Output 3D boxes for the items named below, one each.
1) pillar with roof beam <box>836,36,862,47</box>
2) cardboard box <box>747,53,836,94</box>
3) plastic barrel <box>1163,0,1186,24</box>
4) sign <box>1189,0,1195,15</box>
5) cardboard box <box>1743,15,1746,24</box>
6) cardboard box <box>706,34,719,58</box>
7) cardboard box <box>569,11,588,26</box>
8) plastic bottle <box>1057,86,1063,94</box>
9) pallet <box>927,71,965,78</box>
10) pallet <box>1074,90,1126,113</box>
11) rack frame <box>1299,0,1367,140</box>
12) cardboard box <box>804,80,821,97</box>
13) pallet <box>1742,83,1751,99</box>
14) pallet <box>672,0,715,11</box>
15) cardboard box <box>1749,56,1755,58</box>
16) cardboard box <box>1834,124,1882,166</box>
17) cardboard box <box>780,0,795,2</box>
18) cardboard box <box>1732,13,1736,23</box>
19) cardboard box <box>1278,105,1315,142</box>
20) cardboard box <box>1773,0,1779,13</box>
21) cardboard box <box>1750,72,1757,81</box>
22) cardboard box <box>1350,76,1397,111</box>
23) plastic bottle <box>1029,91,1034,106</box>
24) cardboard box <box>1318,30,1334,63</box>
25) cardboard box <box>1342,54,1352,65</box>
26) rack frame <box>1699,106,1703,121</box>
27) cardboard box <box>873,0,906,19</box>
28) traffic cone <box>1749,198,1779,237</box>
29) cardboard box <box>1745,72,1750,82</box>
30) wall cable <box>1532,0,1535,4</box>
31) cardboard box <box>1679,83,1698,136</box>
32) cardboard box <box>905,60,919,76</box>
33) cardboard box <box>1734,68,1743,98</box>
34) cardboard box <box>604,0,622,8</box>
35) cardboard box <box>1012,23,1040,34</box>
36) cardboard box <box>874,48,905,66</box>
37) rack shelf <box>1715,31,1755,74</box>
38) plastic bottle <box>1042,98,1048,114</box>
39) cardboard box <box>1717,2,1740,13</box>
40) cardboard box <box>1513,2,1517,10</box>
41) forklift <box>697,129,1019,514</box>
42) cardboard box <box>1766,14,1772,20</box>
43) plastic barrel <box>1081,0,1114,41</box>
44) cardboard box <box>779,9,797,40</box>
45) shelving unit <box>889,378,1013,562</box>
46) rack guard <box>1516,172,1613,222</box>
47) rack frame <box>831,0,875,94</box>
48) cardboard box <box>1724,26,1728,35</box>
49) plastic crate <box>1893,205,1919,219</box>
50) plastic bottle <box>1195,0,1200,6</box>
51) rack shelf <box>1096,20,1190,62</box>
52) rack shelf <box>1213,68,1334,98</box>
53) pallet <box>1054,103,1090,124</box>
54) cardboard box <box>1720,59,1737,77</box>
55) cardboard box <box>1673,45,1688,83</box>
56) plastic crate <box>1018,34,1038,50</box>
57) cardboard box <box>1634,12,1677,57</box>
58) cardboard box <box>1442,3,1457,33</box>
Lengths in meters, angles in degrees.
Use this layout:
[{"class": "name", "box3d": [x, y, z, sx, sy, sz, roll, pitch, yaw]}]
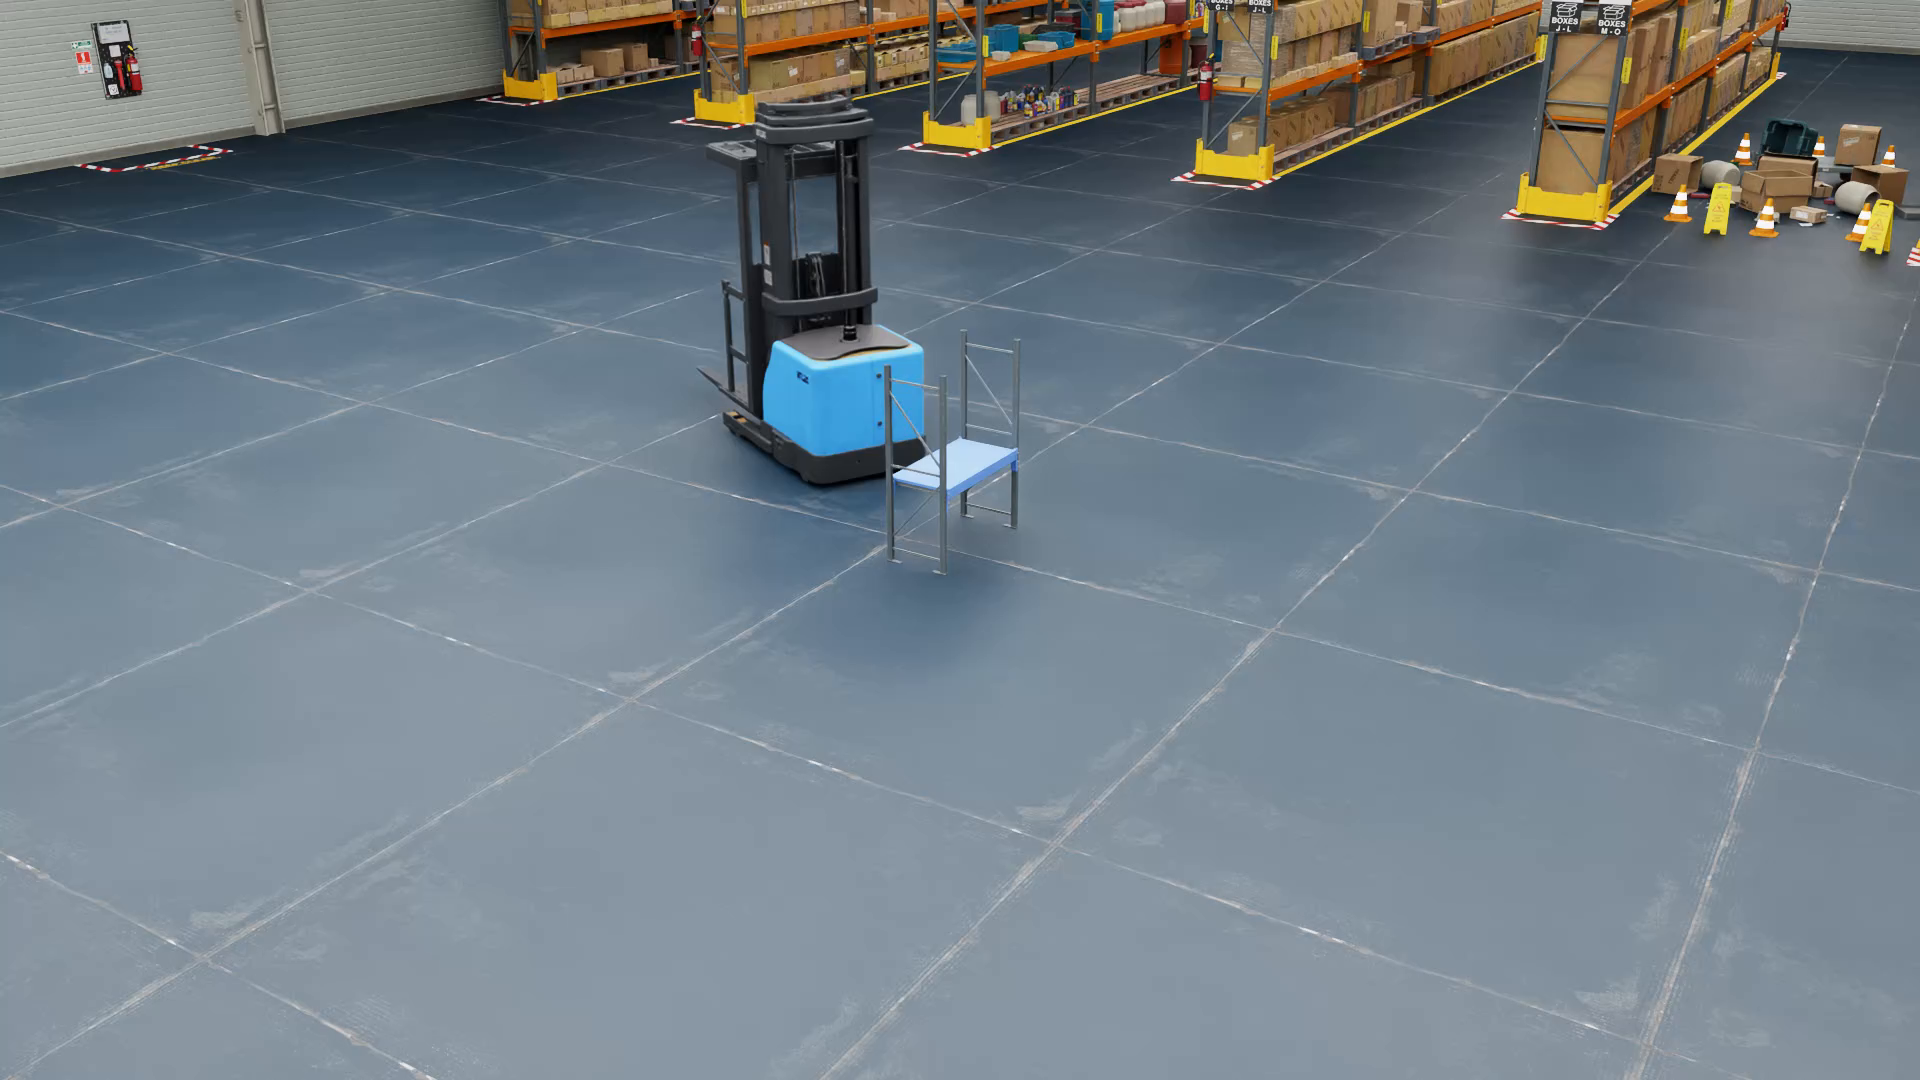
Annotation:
[{"class": "pillar with roof beam", "box3d": [3.553, -15.086, 36.044, 15.307, 9.050, 3.501, 14, 27, 29]}, {"class": "cardboard box", "box3d": [-3.224, -8.882, 31.631, 1.036, 0.750, 1.500, 14, 27, 29]}, {"class": "plastic barrel", "box3d": [4.179, -10.529, 32.959, 0.600, 0.536, 0.708, 14, 27, 29]}, {"class": "sign", "box3d": [4.637, -10.648, 33.202, 0.100, 0.325, 0.005, 14, 27, 29]}, {"class": "cardboard box", "box3d": [14.467, -9.739, 31.094, 0.380, 0.149, 0.250, 14, 27, 29]}, {"class": "cardboard box", "box3d": [-5.756, -10.904, 36.590, 0.700, 0.500, 0.500, 13, 27, 28]}, {"class": "cardboard box", "box3d": [-7.682, -10.279, 32.718, 0.500, 0.250, 0.500, 13, 27, 27]}, {"class": "plastic bottle", "box3d": [1.839, -8.075, 30.243, 0.144, 0.351, 0.185, 14, 27, 29]}, {"class": "pallet", "box3d": [-0.508, -10.176, 35.827, 1.003, 0.211, 1.213, 14, 27, 29]}, {"class": "pallet", "box3d": [2.437, -8.330, 31.561, 1.003, 0.211, 1.213, 14, 27, 29]}, {"class": "rack frame", "box3d": [6.264, -8.298, 27.979, 1.000, 3.000, 0.127, 14, 27, 29]}, {"class": "cardboard box", "box3d": [-2.996, -8.597, 31.600, 0.500, 0.250, 0.500, 14, 27, 29]}, {"class": "pallet", "box3d": [14.969, -8.879, 32.831, 1.003, 0.211, 1.213, 14, 27, 29]}, {"class": "pallet", "box3d": [-5.834, -11.552, 35.736, 1.003, 0.211, 1.213, 14, 27, 29]}, {"class": "cardboard box", "box3d": [15.685, -9.602, 33.302, 0.380, 0.149, 0.250, 13, 26, 27]}, {"class": "cardboard box", "box3d": [13.155, -5.785, 24.366, 0.500, 0.500, 0.500, 14, 27, 29]}, {"class": "cardboard box", "box3d": [-3.437, -10.188, 30.586, 0.700, 0.500, 0.500, 14, 27, 29]}, {"class": "cardboard box", "box3d": [13.777, -9.437, 30.022, 0.380, 0.149, 0.250, 15, 28, 31]}, {"class": "cardboard box", "box3d": [5.463, -6.796, 27.127, 0.500, 0.500, 0.500, 11, 26, 24]}, {"class": "cardboard box", "box3d": [16.201, -10.906, 33.502, 0.500, 0.500, 0.500, 14, 27, 29]}, {"class": "cardboard box", "box3d": [15.391, -9.342, 33.262, 0.910, 0.297, 0.819, 14, 27, 29]}, {"class": "cardboard box", "box3d": [7.463, -8.090, 30.091, 0.700, 0.500, 0.500, 16, 28, 33]}, {"class": "plastic bottle", "box3d": [1.304, -8.026, 30.231, 0.097, 0.271, 0.097, 0, 23, 0]}, {"class": "cardboard box", "box3d": [5.502, -7.991, 26.768, 0.875, 0.500, 0.500, 14, 27, 29]}, {"class": "cardboard box", "box3d": [5.807, -7.903, 27.382, 0.982, 0.149, 1.000, 14, 27, 29]}, {"class": "rack frame", "box3d": [12.532, -8.576, 28.619, 0.949, 2.616, 0.053, 14, 27, 29]}, {"class": "cardboard box", "box3d": [-1.453, -10.855, 33.759, 0.500, 0.500, 0.500, 16, 28, 33]}, {"class": "traffic cone", "box3d": [10.582, -4.241, 21.799, 0.336, 0.463, 0.334, 14, 27, 29]}, {"class": "cardboard box", "box3d": [15.107, -9.001, 32.288, 0.380, 0.149, 0.250, 15, 28, 31]}, {"class": "wall cable", "box3d": [9.705, -17.519, 40.077, 10.771, 7.710, 6.706, 14, 27, 29]}, {"class": "cardboard box", "box3d": [11.678, -7.253, 27.867, 1.050, 0.750, 0.750, 14, 27, 30]}, {"class": "cardboard box", "box3d": [-1.185, -9.738, 34.238, 0.500, 0.250, 0.500, 13, 27, 27]}, {"class": "cardboard box", "box3d": [14.468, -8.668, 31.450, 0.500, 0.500, 0.500, 13, 27, 28]}, {"class": "cardboard box", "box3d": [-7.154, -10.959, 33.346, 0.500, 0.500, 0.500, 15, 27, 31]}, {"class": "cardboard box", "box3d": [1.520, -11.570, 38.128, 0.500, 0.500, 0.500, 14, 27, 30]}, {"class": "cardboard box", "box3d": [-1.452, -9.819, 33.718, 0.500, 0.311, 0.500, 14, 27, 28]}, {"class": "rack shelf", "box3d": [14.619, -10.255, 31.549, 1.077, 1.845, 7.904, 14, 27, 29]}, {"class": "plastic bottle", "box3d": [1.508, -7.701, 29.478, 0.097, 0.271, 0.097, 0, 23, 0]}, {"class": "cardboard box", "box3d": [13.910, -9.659, 30.161, 0.380, 0.149, 0.250, 13, 26, 27]}, {"class": "cardboard box", "box3d": [11.606, -11.351, 35.346, 0.380, 0.149, 0.250, 14, 27, 30]}, {"class": "forklift", "box3d": [0.144, -5.120, 19.883, 10.324, 3.598, 15.967, -13, 27, -28]}, {"class": "cardboard box", "box3d": [16.261, -10.653, 33.734, 0.380, 0.149, 0.250, 13, 26, 27]}, {"class": "plastic barrel", "box3d": [2.517, -9.633, 30.431, 0.600, 0.901, 0.708, 14, 27, 29]}, {"class": "cardboard box", "box3d": [-3.463, -9.571, 30.793, 0.700, 0.500, 0.500, 14, 27, 29]}, {"class": "shelving unit", "box3d": [-0.054, -0.653, 12.205, 0.475, 1.308, 0.991, 14, 27, 29]}, {"class": "rack guard", "box3d": [8.302, -4.720, 22.858, 1.175, 0.500, 0.348, 14, 27, 29]}, {"class": "rack frame", "box3d": [-2.150, -10.376, 32.777, 1.000, 3.000, 0.127, 14, 27, 29]}, {"class": "cardboard box", "box3d": [13.366, -9.034, 29.466, 0.380, 0.149, 0.250, 15, 28, 31]}, {"class": "plastic crate", "box3d": [13.158, -4.524, 22.934, 0.402, 0.080, 0.583, 5, 24, 11]}, {"class": "plastic bottle", "box3d": [5.033, -11.381, 35.261, 0.097, 0.271, 0.097, 0, 23, 0]}, {"class": "rack shelf", "box3d": [3.111, -9.681, 32.079, 1.077, 0.370, 4.000, 14, 27, 29]}, {"class": "rack shelf", "box3d": [5.209, -7.383, 26.524, 0.919, 0.124, 3.809, 14, 27, 29]}, {"class": "pallet", "box3d": [1.666, -7.839, 30.427, 1.003, 0.211, 1.213, 14, 27, 29]}, {"class": "cardboard box", "box3d": [13.917, -8.658, 30.484, 0.500, 0.250, 0.500, 13, 26, 27]}, {"class": "cardboard box", "box3d": [10.930, -7.392, 25.759, 0.500, 0.500, 0.500, 14, 27, 30]}, {"class": "plastic crate", "box3d": [1.100, -8.840, 29.497, 0.450, 0.188, 0.662, 14, 27, 29]}, {"class": "cardboard box", "box3d": [10.009, -7.462, 24.499, 0.875, 0.550, 0.550, 14, 27, 29]}, {"class": "cardboard box", "box3d": [9.132, -9.976, 31.728, 0.500, 0.500, 0.500, 13, 27, 28]}]
